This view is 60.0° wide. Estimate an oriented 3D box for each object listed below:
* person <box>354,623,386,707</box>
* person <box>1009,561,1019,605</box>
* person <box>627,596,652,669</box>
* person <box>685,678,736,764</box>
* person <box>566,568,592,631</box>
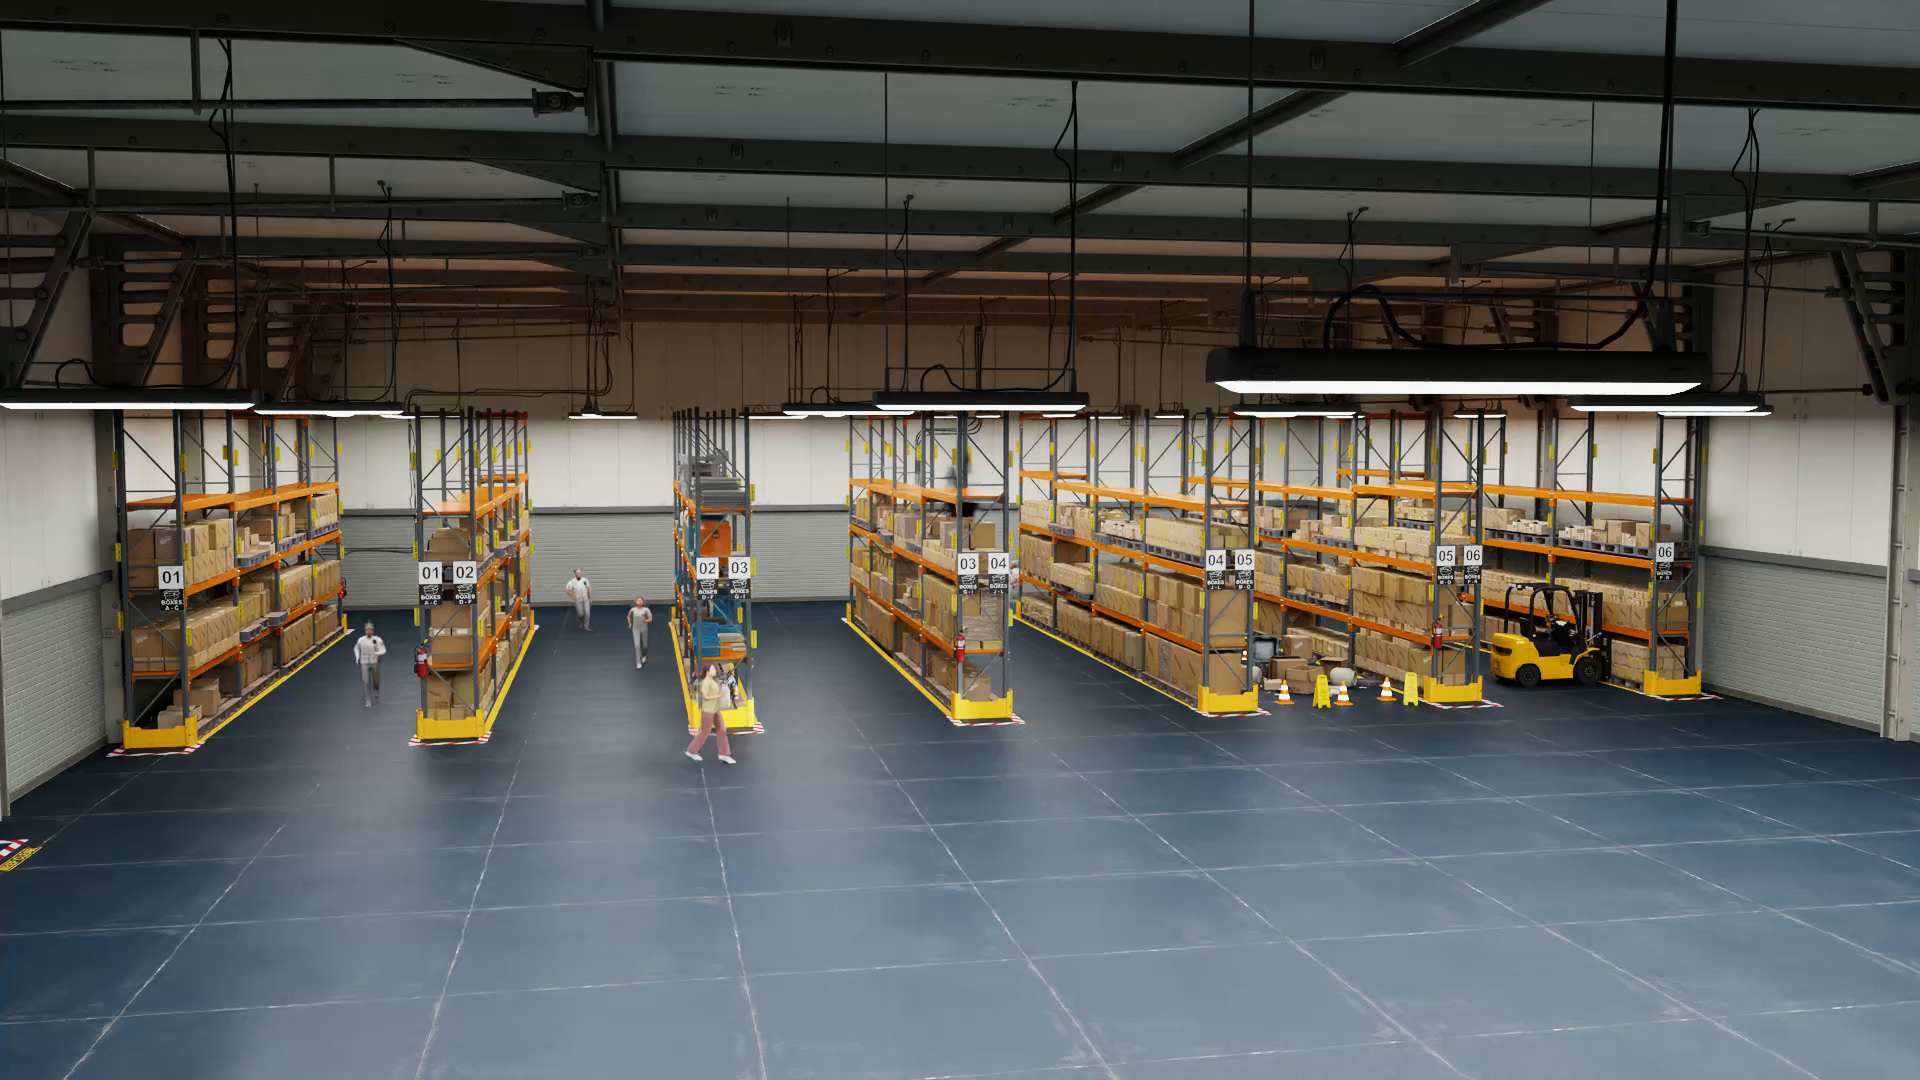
[{"bbox_3d":[-11.909,2.491,33.557,0.624,1.669,0.874,-1,4,-15],"label":"person"},{"bbox_3d":[1.517,1.415,49.456,0.576,1.602,0.644,-2,5,-26],"label":"person"},{"bbox_3d":[-7.457,2.135,38.750,0.574,1.625,0.939,-1,4,-11],"label":"person"},{"bbox_3d":[-4.182,3.022,27.765,0.841,1.454,0.529,1,4,9],"label":"person"},{"bbox_3d":[-10.369,1.629,45.425,0.680,1.721,0.631,-2,5,-31],"label":"person"}]
